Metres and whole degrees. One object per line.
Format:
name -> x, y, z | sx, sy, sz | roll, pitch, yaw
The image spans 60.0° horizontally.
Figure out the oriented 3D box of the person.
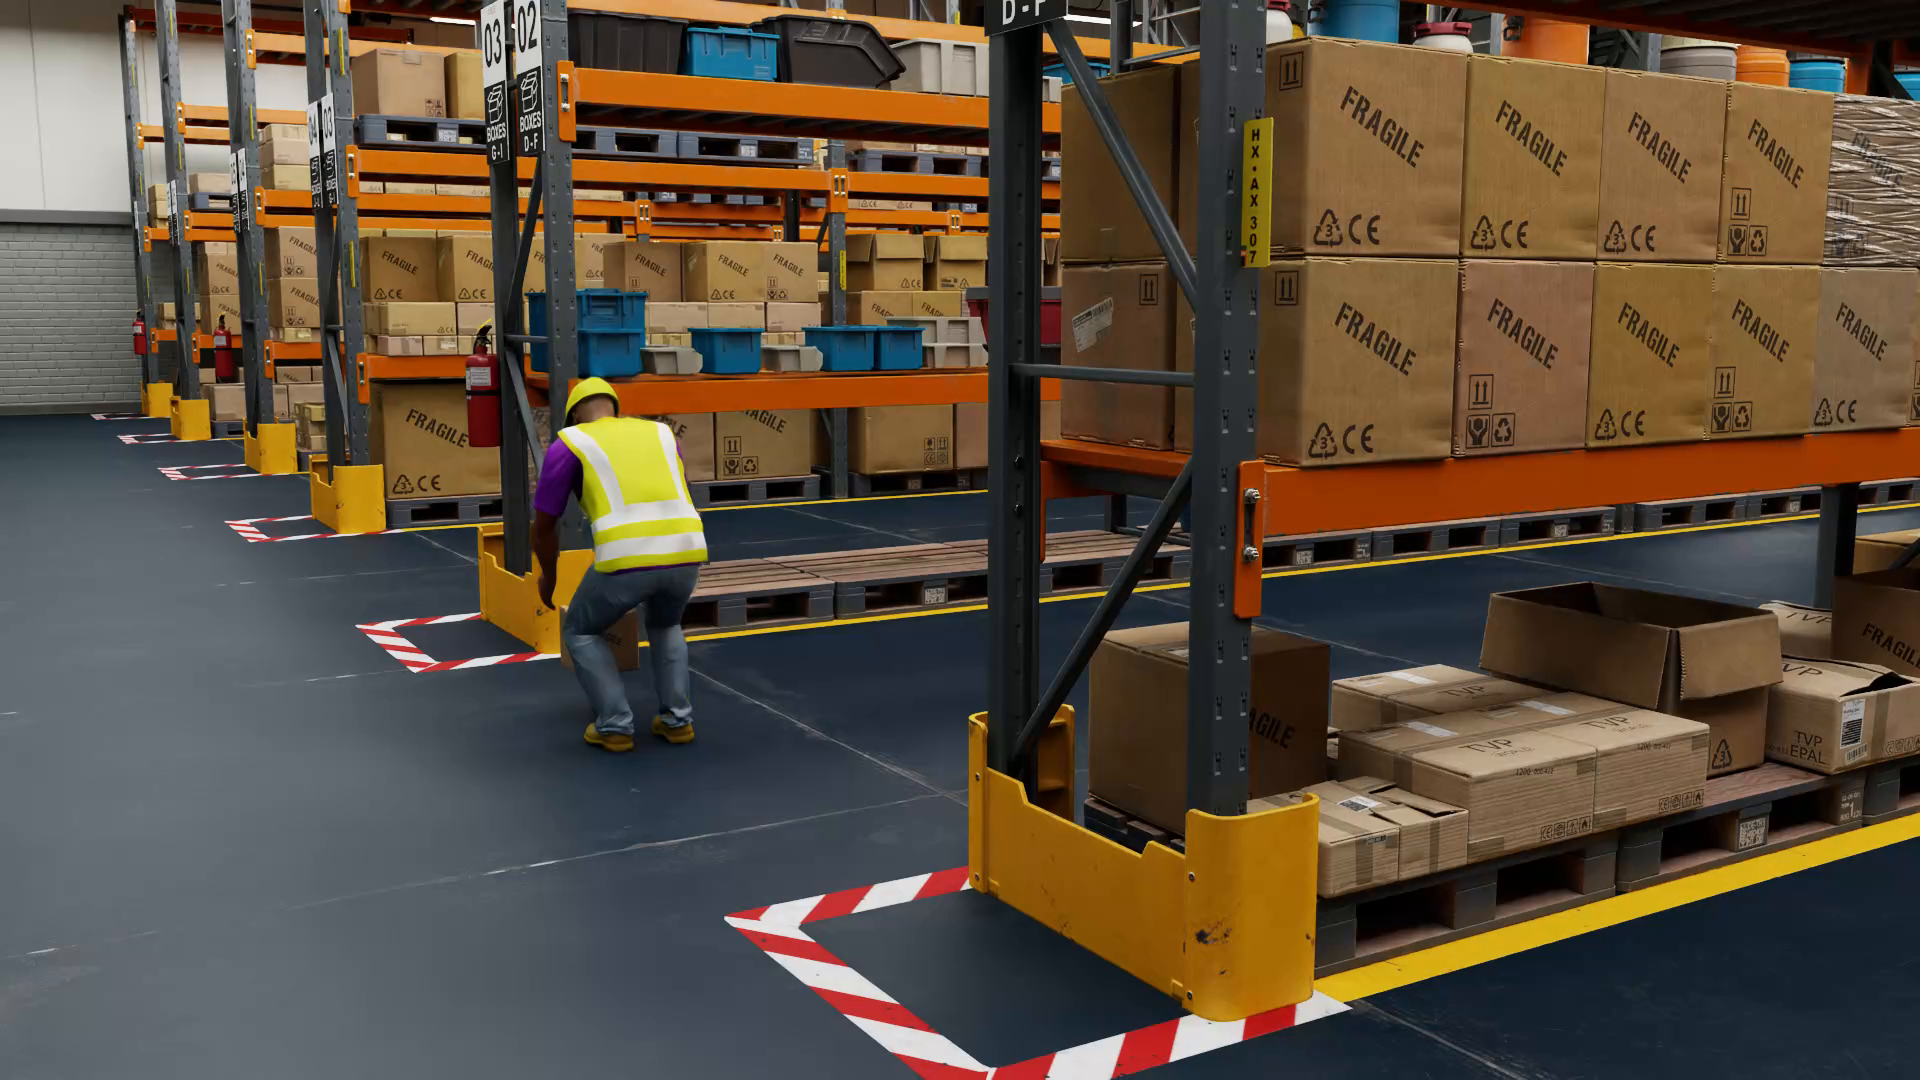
person -> 4.641, -0.586, 11.154 | 15.757, 1.405, 2.793 | -5, 9, -31
